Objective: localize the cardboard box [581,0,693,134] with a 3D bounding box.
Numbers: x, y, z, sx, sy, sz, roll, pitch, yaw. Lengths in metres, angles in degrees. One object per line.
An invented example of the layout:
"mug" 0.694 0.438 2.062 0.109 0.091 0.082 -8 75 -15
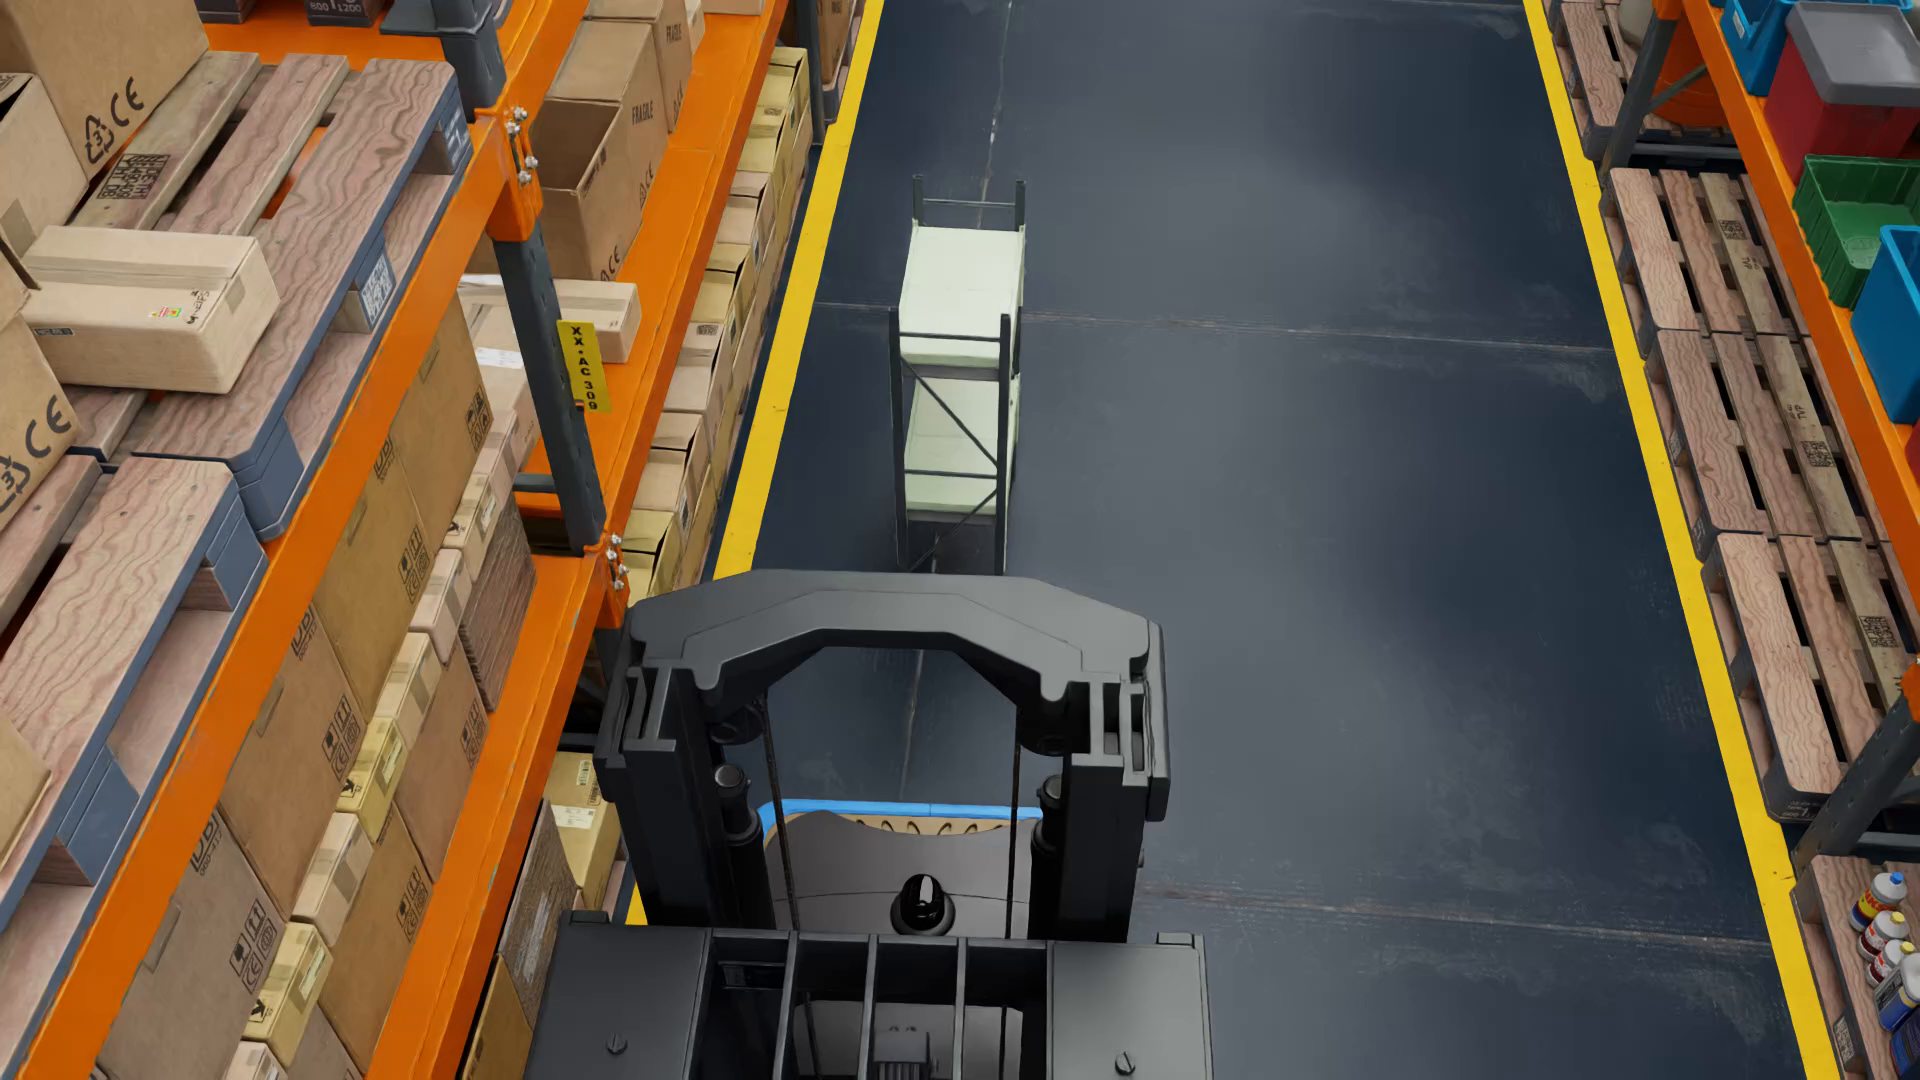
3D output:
"cardboard box" -1.341 -1.922 6.408 0.500 0.500 0.500 2 48 1

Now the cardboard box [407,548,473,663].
"cardboard box" -1.426 0.152 4.071 0.380 0.149 0.250 3 48 2

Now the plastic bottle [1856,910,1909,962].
"plastic bottle" 2.889 1.228 5.193 0.097 0.201 0.097 0 48 0

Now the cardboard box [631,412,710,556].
"cardboard box" -1.232 -0.241 6.136 0.500 0.311 0.500 3 48 3

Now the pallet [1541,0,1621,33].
"pallet" 3.873 -3.322 9.645 1.003 0.211 1.213 4 48 4

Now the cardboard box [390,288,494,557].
"cardboard box" -1.603 -0.329 4.071 0.700 0.500 0.500 4 48 4

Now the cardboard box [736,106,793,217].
"cardboard box" -1.047 -1.742 7.509 0.500 0.311 0.500 3 48 3

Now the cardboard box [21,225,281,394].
"cardboard box" -1.406 -0.395 2.837 0.380 0.149 0.250 4 48 4

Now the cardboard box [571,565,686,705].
"cardboard box" -1.285 0.323 6.001 0.500 0.250 0.500 3 48 3

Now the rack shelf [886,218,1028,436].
"rack shelf" -0.001 -0.765 5.904 0.431 0.370 0.720 4 48 4

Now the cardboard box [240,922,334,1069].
"cardboard box" -1.518 0.906 3.381 0.380 0.149 0.250 5 48 5

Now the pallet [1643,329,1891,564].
"pallet" 3.505 -0.385 6.959 1.003 0.211 1.213 4 48 4

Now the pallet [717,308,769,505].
"pallet" -1.432 -0.685 7.234 1.003 0.211 1.213 4 48 4

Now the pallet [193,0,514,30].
"pallet" -1.501 -1.780 4.442 0.805 0.209 1.217 2 48 2

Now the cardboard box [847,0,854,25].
"cardboard box" -0.836 -3.128 8.974 0.500 0.500 0.500 2 48 2

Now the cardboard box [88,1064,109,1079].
"cardboard box" -1.785 1.146 2.722 0.700 0.500 0.500 4 48 4

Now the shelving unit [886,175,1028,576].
"shelving unit" -0.001 -0.501 6.192 0.431 1.500 0.755 4 48 4

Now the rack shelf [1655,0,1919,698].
"rack shelf" 3.546 -1.075 6.188 1.077 0.370 4.000 4 48 4

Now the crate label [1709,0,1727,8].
"crate label" 3.317 -2.446 7.068 0.303 0.233 0.416 4 48 4

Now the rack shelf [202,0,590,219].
"rack shelf" -1.386 -2.423 5.388 1.077 0.370 4.000 4 48 4

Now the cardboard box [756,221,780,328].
"cardboard box" -1.101 -1.185 7.380 0.500 0.250 0.500 5 48 4

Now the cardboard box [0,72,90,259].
"cardboard box" -1.926 -0.606 2.919 0.500 0.311 0.500 2 48 1

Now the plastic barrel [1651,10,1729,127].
"plastic barrel" 3.756 -2.557 8.242 0.600 0.830 0.708 4 48 4

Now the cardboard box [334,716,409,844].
"cardboard box" -1.474 0.526 3.729 0.380 0.149 0.250 4 48 3

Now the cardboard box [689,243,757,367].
"cardboard box" -1.144 -1.003 6.834 0.500 0.311 0.500 5 48 5

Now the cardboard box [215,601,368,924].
"cardboard box" -1.694 0.411 3.395 0.700 0.500 0.500 4 48 4

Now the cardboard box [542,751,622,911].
"cardboard box" -1.393 0.958 5.420 0.500 0.250 0.500 4 48 4

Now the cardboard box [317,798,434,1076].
"cardboard box" -1.694 0.866 3.858 0.700 0.500 0.500 5 48 4

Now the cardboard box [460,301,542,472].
"cardboard box" -1.567 -0.498 5.274 0.500 0.250 0.500 7 48 6

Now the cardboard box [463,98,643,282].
"cardboard box" -1.434 -1.168 5.717 0.500 0.500 0.500 7 48 6

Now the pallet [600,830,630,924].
"pallet" -1.683 1.339 5.382 1.003 0.211 1.213 4 48 4

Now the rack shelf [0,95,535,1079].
"rack shelf" -1.751 0.517 2.699 1.077 0.370 4.000 4 48 4

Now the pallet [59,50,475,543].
"pallet" -1.620 -0.537 3.236 1.003 0.211 1.213 4 48 4

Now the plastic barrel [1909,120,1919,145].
"plastic barrel" 3.809 -1.745 6.237 0.421 0.512 0.421 0 48 0

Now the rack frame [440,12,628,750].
"rack frame" -1.568 -0.184 4.885 1.000 3.000 0.127 4 48 4

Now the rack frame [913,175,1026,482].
"rack frame" 0.033 -0.770 6.438 0.400 1.500 0.023 4 48 4

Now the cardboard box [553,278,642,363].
"cardboard box" -1.284 -0.736 5.561 0.380 0.149 0.250 4 48 4

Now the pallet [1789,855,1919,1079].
"pallet" 3.261 1.584 5.158 1.003 0.211 1.213 4 48 4

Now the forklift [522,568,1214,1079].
"forklift" -0.145 1.559 3.338 1.130 2.935 3.031 2 48 2

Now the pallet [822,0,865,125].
"pallet" -1.098 -2.728 9.102 1.003 0.211 1.213 4 48 4

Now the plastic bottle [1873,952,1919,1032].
"plastic bottle" 2.896 1.367 5.014 0.152 0.276 0.135 5 48 5

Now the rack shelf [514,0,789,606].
"rack shelf" -1.386 -1.410 6.495 1.077 0.370 4.000 4 48 4

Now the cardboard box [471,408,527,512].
"cardboard box" -1.380 -0.222 4.413 0.380 0.149 0.250 4 48 3

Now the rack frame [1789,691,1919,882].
"rack frame" 3.364 0.152 4.578 1.000 3.000 0.127 4 48 4

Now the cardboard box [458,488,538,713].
"cardboard box" -1.603 0.109 4.550 0.700 0.500 0.500 3 48 3

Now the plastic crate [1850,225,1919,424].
"plastic crate" 3.155 -0.674 5.344 0.392 0.384 0.575 4 48 4

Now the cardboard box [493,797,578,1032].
"cardboard box" -1.450 1.072 4.808 0.500 0.500 0.500 4 48 4

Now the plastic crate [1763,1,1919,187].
"plastic crate" 3.277 -1.642 6.175 0.402 0.464 0.583 4 48 4

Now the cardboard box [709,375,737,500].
"cardboard box" -1.193 -0.433 6.692 0.500 0.250 0.500 3 48 2

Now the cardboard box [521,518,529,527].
"cardboard box" -1.817 0.097 5.828 0.500 0.311 0.500 4 48 4

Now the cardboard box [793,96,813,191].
"cardboard box" -1.009 -1.934 8.064 0.500 0.250 0.500 5 48 4
